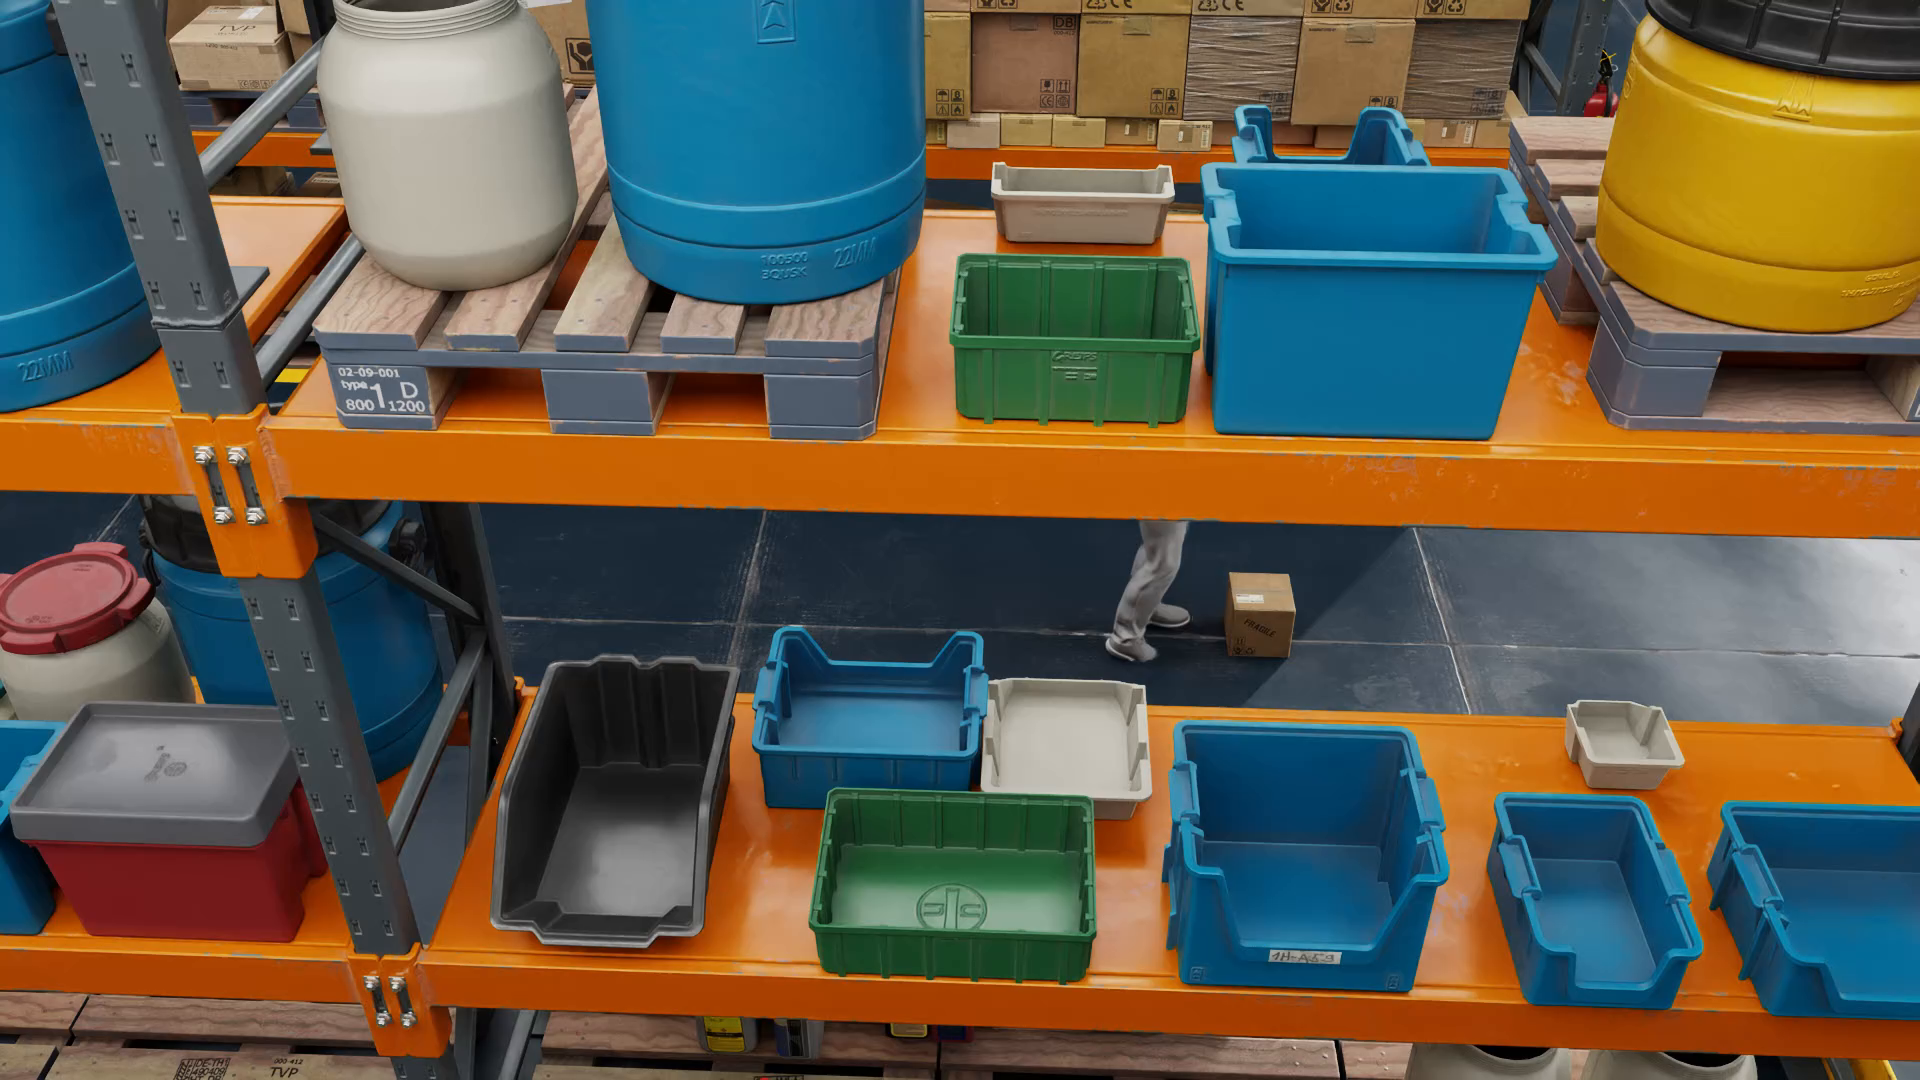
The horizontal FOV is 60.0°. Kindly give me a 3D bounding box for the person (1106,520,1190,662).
[{"bbox_3d":[0.783,-0.263,6.551,0.380,1.723,0.473,2,36,3],"label":"person"}]
